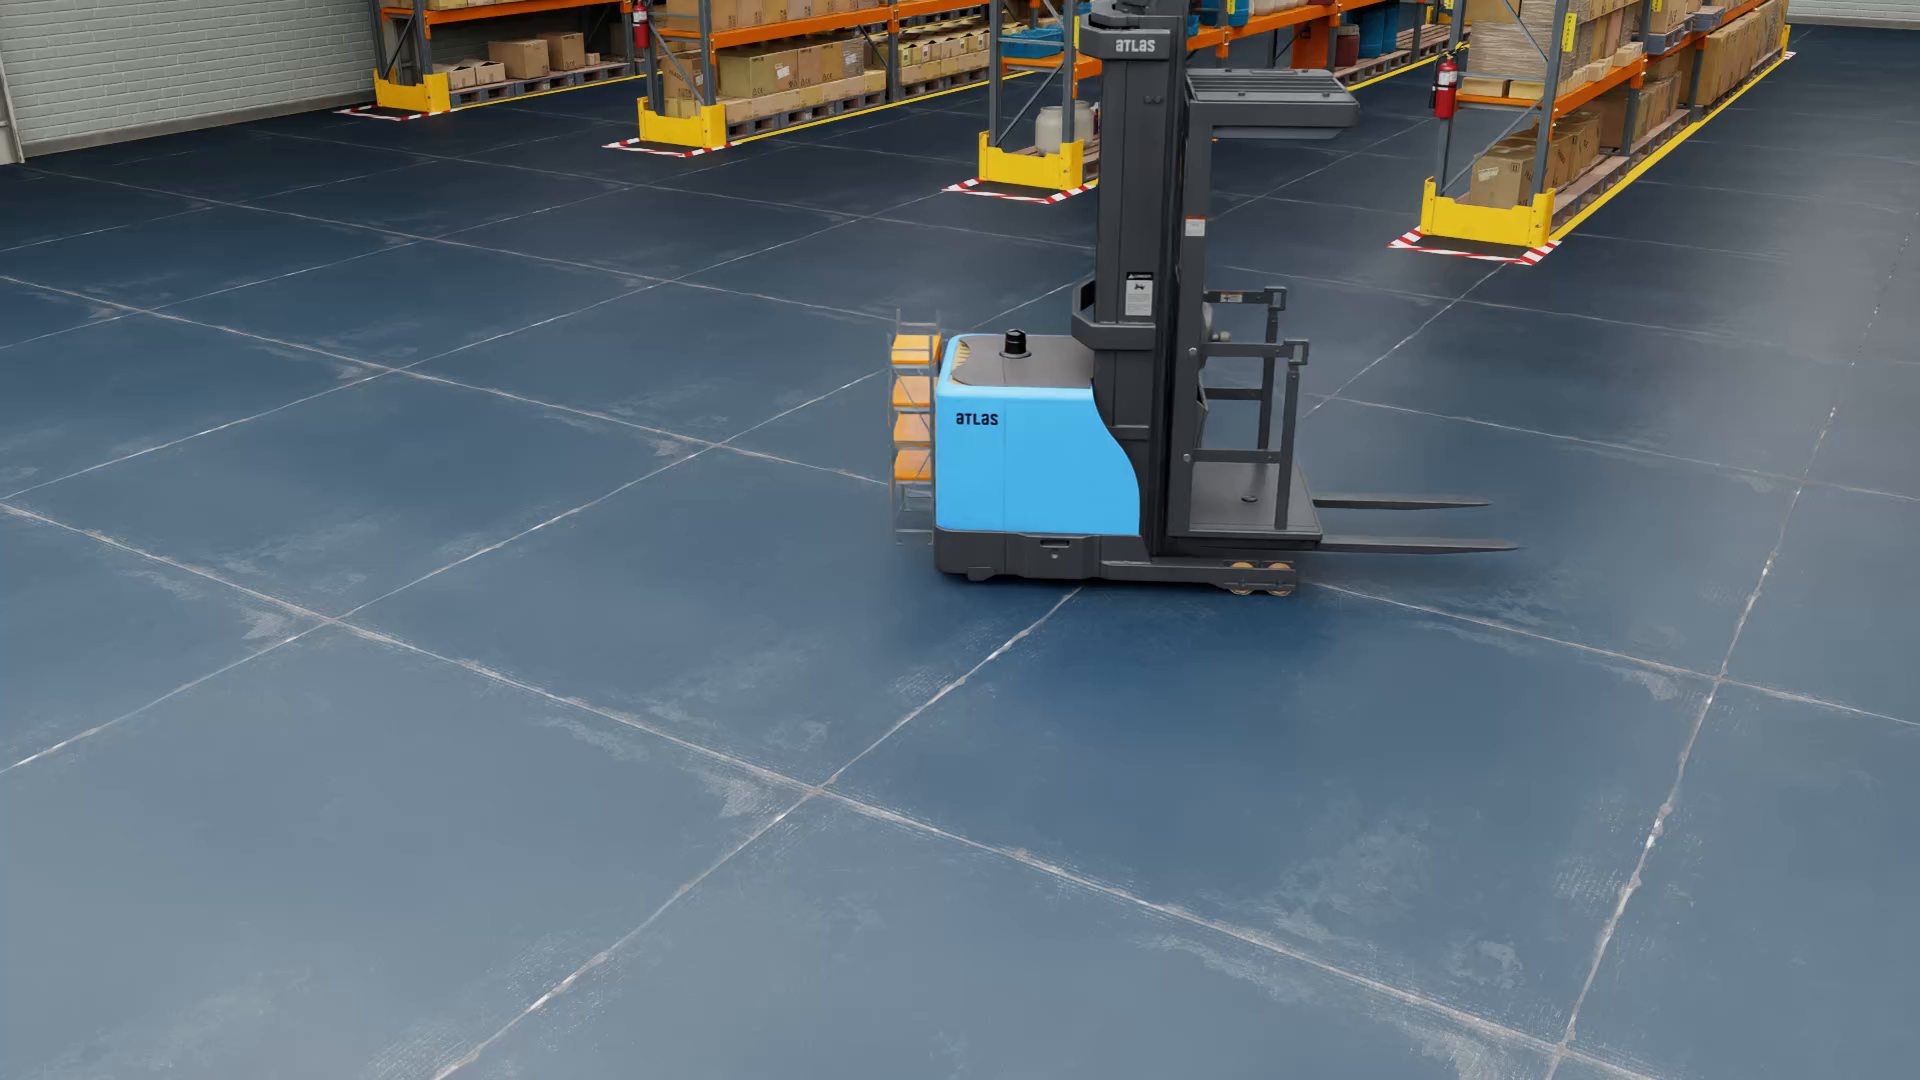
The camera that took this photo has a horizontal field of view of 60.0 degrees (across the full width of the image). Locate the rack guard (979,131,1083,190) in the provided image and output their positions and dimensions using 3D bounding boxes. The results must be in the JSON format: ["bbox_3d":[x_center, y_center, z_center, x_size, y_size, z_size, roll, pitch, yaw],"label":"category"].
[{"bbox_3d":[0.773,-4.184,18.286,1.175,0.500,0.348,14,27,29],"label":"rack guard"}]

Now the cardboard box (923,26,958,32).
[{"bbox_3d":[-0.280,-7.757,25.620,0.500,0.311,0.500,13,27,28],"label":"cardboard box"}]

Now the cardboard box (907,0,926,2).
[{"bbox_3d":[-0.682,-7.826,23.868,0.380,0.149,0.250,14,27,29],"label":"cardboard box"}]

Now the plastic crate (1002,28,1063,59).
[{"bbox_3d":[0.783,-5.459,18.272,0.499,0.251,0.616,14,27,29],"label":"plastic crate"}]

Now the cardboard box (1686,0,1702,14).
[{"bbox_3d":[8.741,-6.796,20.519,0.700,0.500,0.500,19,30,37],"label":"cardboard box"}]

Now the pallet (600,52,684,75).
[{"bbox_3d":[-5.124,-7.705,26.783,1.003,0.211,1.213,14,27,29],"label":"pallet"}]

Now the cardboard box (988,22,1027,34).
[{"bbox_3d":[0.720,-7.995,26.169,0.500,0.311,0.500,15,27,30],"label":"cardboard box"}]

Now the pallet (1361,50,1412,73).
[{"bbox_3d":[6.661,-7.815,27.036,1.003,0.211,1.213,14,27,29],"label":"pallet"}]

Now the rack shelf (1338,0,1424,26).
[{"bbox_3d":[6.048,-8.341,25.647,1.077,0.370,4.000,14,27,29],"label":"rack shelf"}]

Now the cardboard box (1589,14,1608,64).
[{"bbox_3d":[6.031,-5.140,16.847,0.875,0.500,0.500,14,27,29],"label":"cardboard box"}]

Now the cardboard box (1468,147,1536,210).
[{"bbox_3d":[5.325,-3.511,16.202,0.500,0.500,0.500,20,30,38],"label":"cardboard box"}]

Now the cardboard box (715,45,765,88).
[{"bbox_3d":[-2.888,-6.194,21.771,0.500,0.500,0.500,14,27,29],"label":"cardboard box"}]

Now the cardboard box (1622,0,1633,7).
[{"bbox_3d":[6.560,-5.702,16.887,0.500,0.500,0.500,14,27,29],"label":"cardboard box"}]

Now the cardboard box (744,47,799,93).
[{"bbox_3d":[-2.446,-6.085,21.519,0.500,0.500,0.500,14,27,29],"label":"cardboard box"}]

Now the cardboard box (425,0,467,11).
[{"bbox_3d":[-7.116,-7.410,22.756,0.500,0.250,0.500,13,27,27],"label":"cardboard box"}]

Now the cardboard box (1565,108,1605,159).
[{"bbox_3d":[6.846,-4.527,18.549,0.500,0.500,0.500,13,27,27],"label":"cardboard box"}]

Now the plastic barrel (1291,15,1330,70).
[{"bbox_3d":[5.237,-7.361,24.682,0.600,0.830,0.708,14,27,29],"label":"plastic barrel"}]

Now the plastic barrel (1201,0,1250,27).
[{"bbox_3d":[3.344,-6.943,20.881,0.600,0.901,0.708,14,27,29],"label":"plastic barrel"}]

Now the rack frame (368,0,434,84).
[{"bbox_3d":[-7.643,-7.372,22.503,1.000,3.000,0.127,14,27,29],"label":"rack frame"}]

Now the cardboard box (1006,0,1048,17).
[{"bbox_3d":[1.107,-8.819,27.494,0.500,0.250,0.500,15,28,31],"label":"cardboard box"}]

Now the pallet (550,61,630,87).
[{"bbox_3d":[-5.858,-7.208,25.635,1.003,0.211,1.213,14,27,29],"label":"pallet"}]

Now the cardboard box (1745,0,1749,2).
[{"bbox_3d":[11.030,-7.973,23.766,0.500,0.500,0.500,15,27,31],"label":"cardboard box"}]

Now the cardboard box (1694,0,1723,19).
[{"bbox_3d":[9.689,-7.111,21.774,0.500,0.500,0.500,15,27,30],"label":"cardboard box"}]

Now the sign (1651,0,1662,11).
[{"bbox_3d":[7.556,-5.894,18.000,0.100,0.325,0.005,14,27,29],"label":"sign"}]

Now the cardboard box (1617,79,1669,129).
[{"bbox_3d":[8.290,-5.400,20.540,0.700,0.500,0.500,16,28,33],"label":"cardboard box"}]

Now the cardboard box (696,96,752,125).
[{"bbox_3d":[-2.961,-5.400,20.881,0.500,0.250,0.500,14,27,29],"label":"cardboard box"}]

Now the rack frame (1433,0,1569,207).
[{"bbox_3d":[4.981,-4.258,15.310,1.000,3.000,0.127,14,27,29],"label":"rack frame"}]

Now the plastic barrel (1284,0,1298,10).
[{"bbox_3d":[4.410,-7.513,22.688,0.421,0.512,0.421,0,23,0],"label":"plastic barrel"}]

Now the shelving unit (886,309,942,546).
[{"bbox_3d":[-0.241,-0.621,9.172,0.258,1.200,0.503,1,23,4],"label":"shelving unit"}]

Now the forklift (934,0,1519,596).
[{"bbox_3d":[1.404,-1.275,8.505,3.031,2.935,1.130,2,23,4],"label":"forklift"}]

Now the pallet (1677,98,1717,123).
[{"bbox_3d":[9.681,-5.929,22.679,1.003,0.211,1.213,14,27,29],"label":"pallet"}]

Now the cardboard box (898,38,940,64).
[{"bbox_3d":[-0.625,-7.128,24.167,0.500,0.311,0.500,14,27,28],"label":"cardboard box"}]

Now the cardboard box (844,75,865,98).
[{"bbox_3d":[-1.654,-6.247,22.837,0.500,0.250,0.500,14,27,29],"label":"cardboard box"}]

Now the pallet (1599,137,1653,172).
[{"bbox_3d":[7.501,-4.591,19.590,1.003,0.211,1.213,14,27,29],"label":"pallet"}]

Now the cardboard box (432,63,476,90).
[{"bbox_3d":[-7.202,-6.555,23.446,0.500,0.311,0.500,11,26,23],"label":"cardboard box"}]

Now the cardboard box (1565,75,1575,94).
[{"bbox_3d":[5.627,-4.350,15.840,0.380,0.149,0.250,14,27,29],"label":"cardboard box"}]

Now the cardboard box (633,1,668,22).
[{"bbox_3d":[-4.930,-8.522,26.809,0.500,0.250,0.500,13,27,28],"label":"cardboard box"}]

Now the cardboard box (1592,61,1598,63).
[{"bbox_3d":[6.227,-4.787,16.848,0.380,0.149,0.250,14,27,29],"label":"cardboard box"}]

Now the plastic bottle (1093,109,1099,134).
[{"bbox_3d":[1.617,-5.020,19.936,0.061,0.283,0.133,14,27,29],"label":"plastic bottle"}]

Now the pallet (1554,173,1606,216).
[{"bbox_3d":[6.124,-3.681,17.487,1.003,0.211,1.213,14,27,29],"label":"pallet"}]

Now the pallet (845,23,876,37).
[{"bbox_3d":[-2.299,-9.453,30.820,1.003,0.211,1.213,14,27,29],"label":"pallet"}]

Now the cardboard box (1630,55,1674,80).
[{"bbox_3d":[8.602,-5.943,20.852,0.500,0.250,0.500,17,29,35],"label":"cardboard box"}]

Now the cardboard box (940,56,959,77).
[{"bbox_3d":[-0.358,-7.048,24.687,0.500,0.250,0.500,13,27,27],"label":"cardboard box"}]

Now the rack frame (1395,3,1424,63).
[{"bbox_3d":[7.103,-9.346,27.063,1.000,3.000,0.127,14,27,29],"label":"rack frame"}]

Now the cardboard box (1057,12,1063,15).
[{"bbox_3d":[1.810,-8.530,27.770,0.500,0.500,0.500,13,27,28],"label":"cardboard box"}]

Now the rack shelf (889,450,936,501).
[{"bbox_3d":[-0.238,-0.377,9.278,0.258,0.148,0.480,1,23,4],"label":"rack shelf"}]

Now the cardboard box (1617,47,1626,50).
[{"bbox_3d":[6.905,-5.204,17.812,0.380,0.149,0.250,14,27,29],"label":"cardboard box"}]

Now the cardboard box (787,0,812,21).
[{"bbox_3d":[-2.361,-7.059,21.654,0.700,0.500,0.500,15,27,31],"label":"cardboard box"}]

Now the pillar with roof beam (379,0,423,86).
[{"bbox_3d":[-4.352,-9.640,20.192,9.100,9.000,0.400,14,27,29],"label":"pillar with roof beam"}]

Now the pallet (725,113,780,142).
[{"bbox_3d":[-3.065,-5.322,21.278,1.003,0.211,1.213,14,27,29],"label":"pallet"}]

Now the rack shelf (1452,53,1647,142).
[{"bbox_3d":[6.036,-4.603,17.012,1.077,0.370,4.000,14,27,29],"label":"rack shelf"}]
